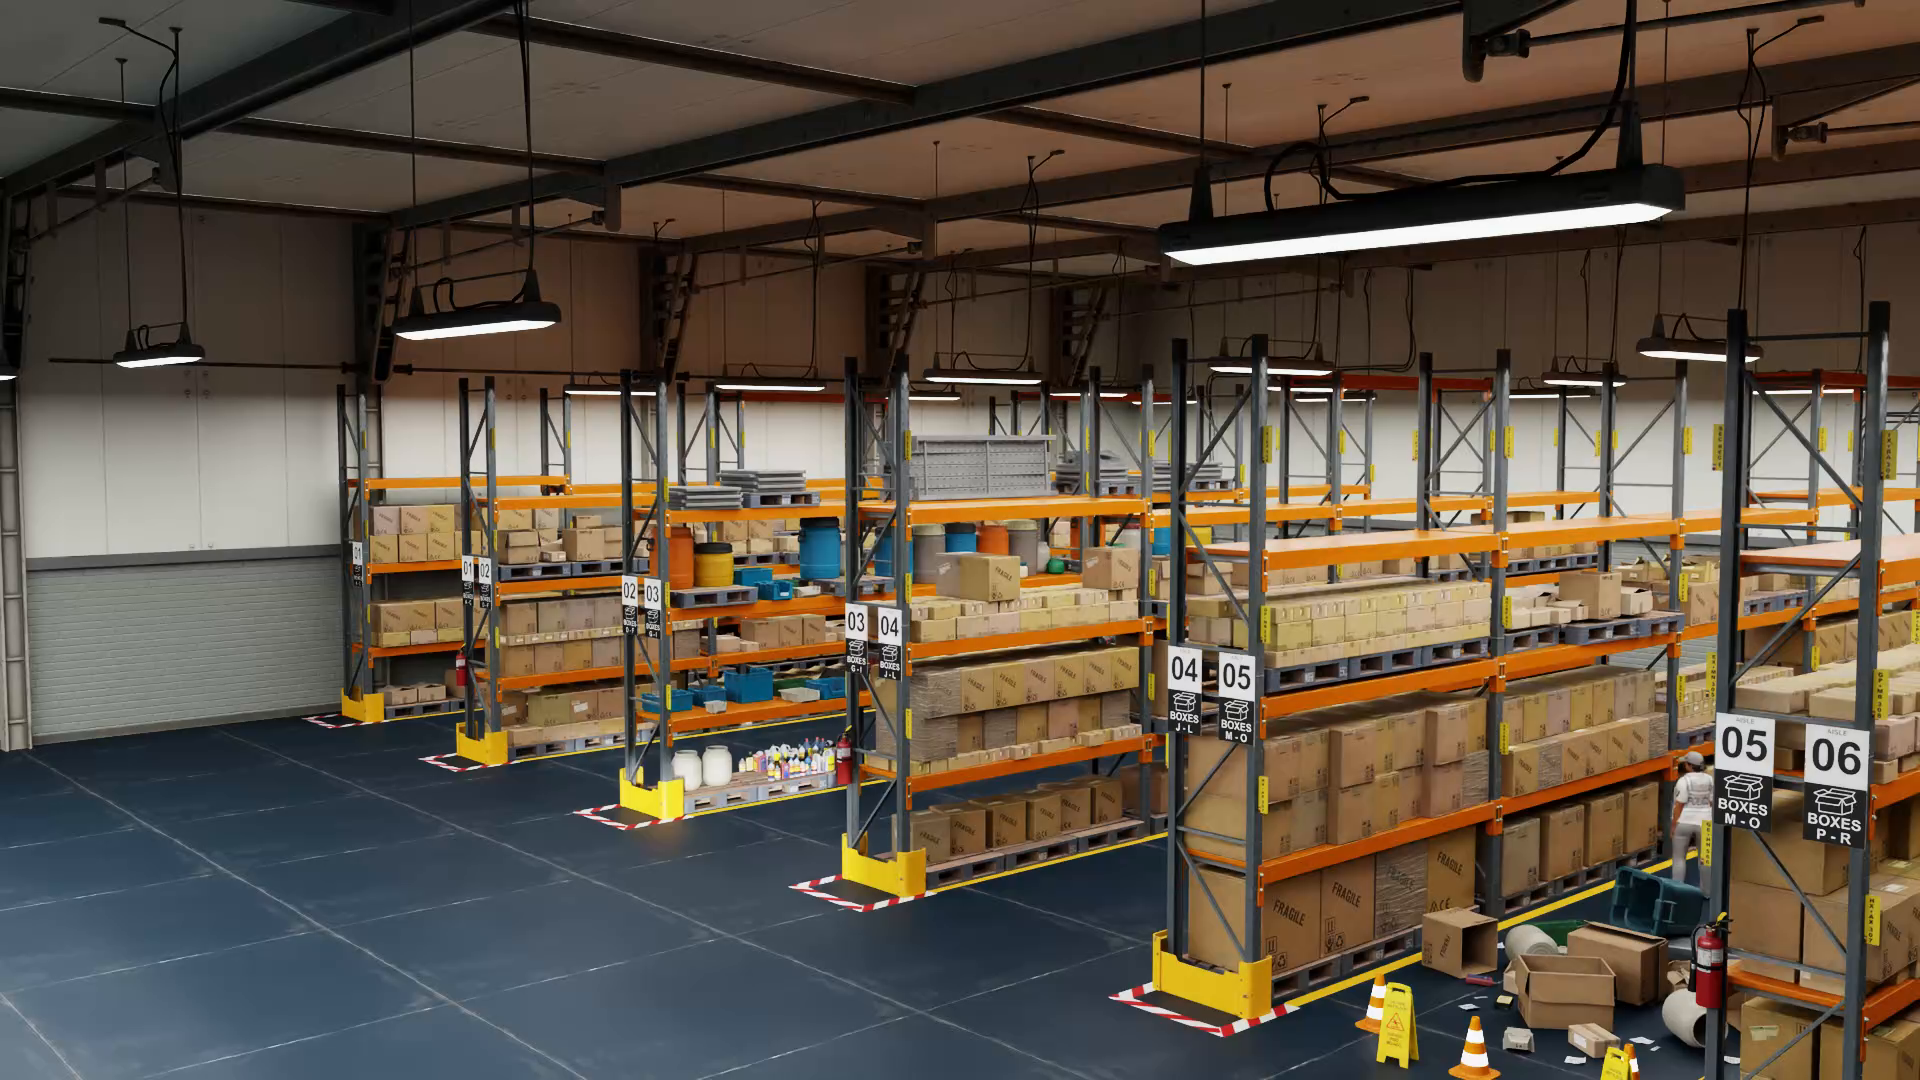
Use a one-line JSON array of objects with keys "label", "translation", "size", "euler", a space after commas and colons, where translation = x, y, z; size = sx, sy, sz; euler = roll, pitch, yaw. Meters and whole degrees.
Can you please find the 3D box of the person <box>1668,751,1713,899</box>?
[{"label": "person", "translation": [8.075, 3.136, 18.332], "size": [0.509, 1.651, 0.559], "euler": [1, 4, 10]}]
